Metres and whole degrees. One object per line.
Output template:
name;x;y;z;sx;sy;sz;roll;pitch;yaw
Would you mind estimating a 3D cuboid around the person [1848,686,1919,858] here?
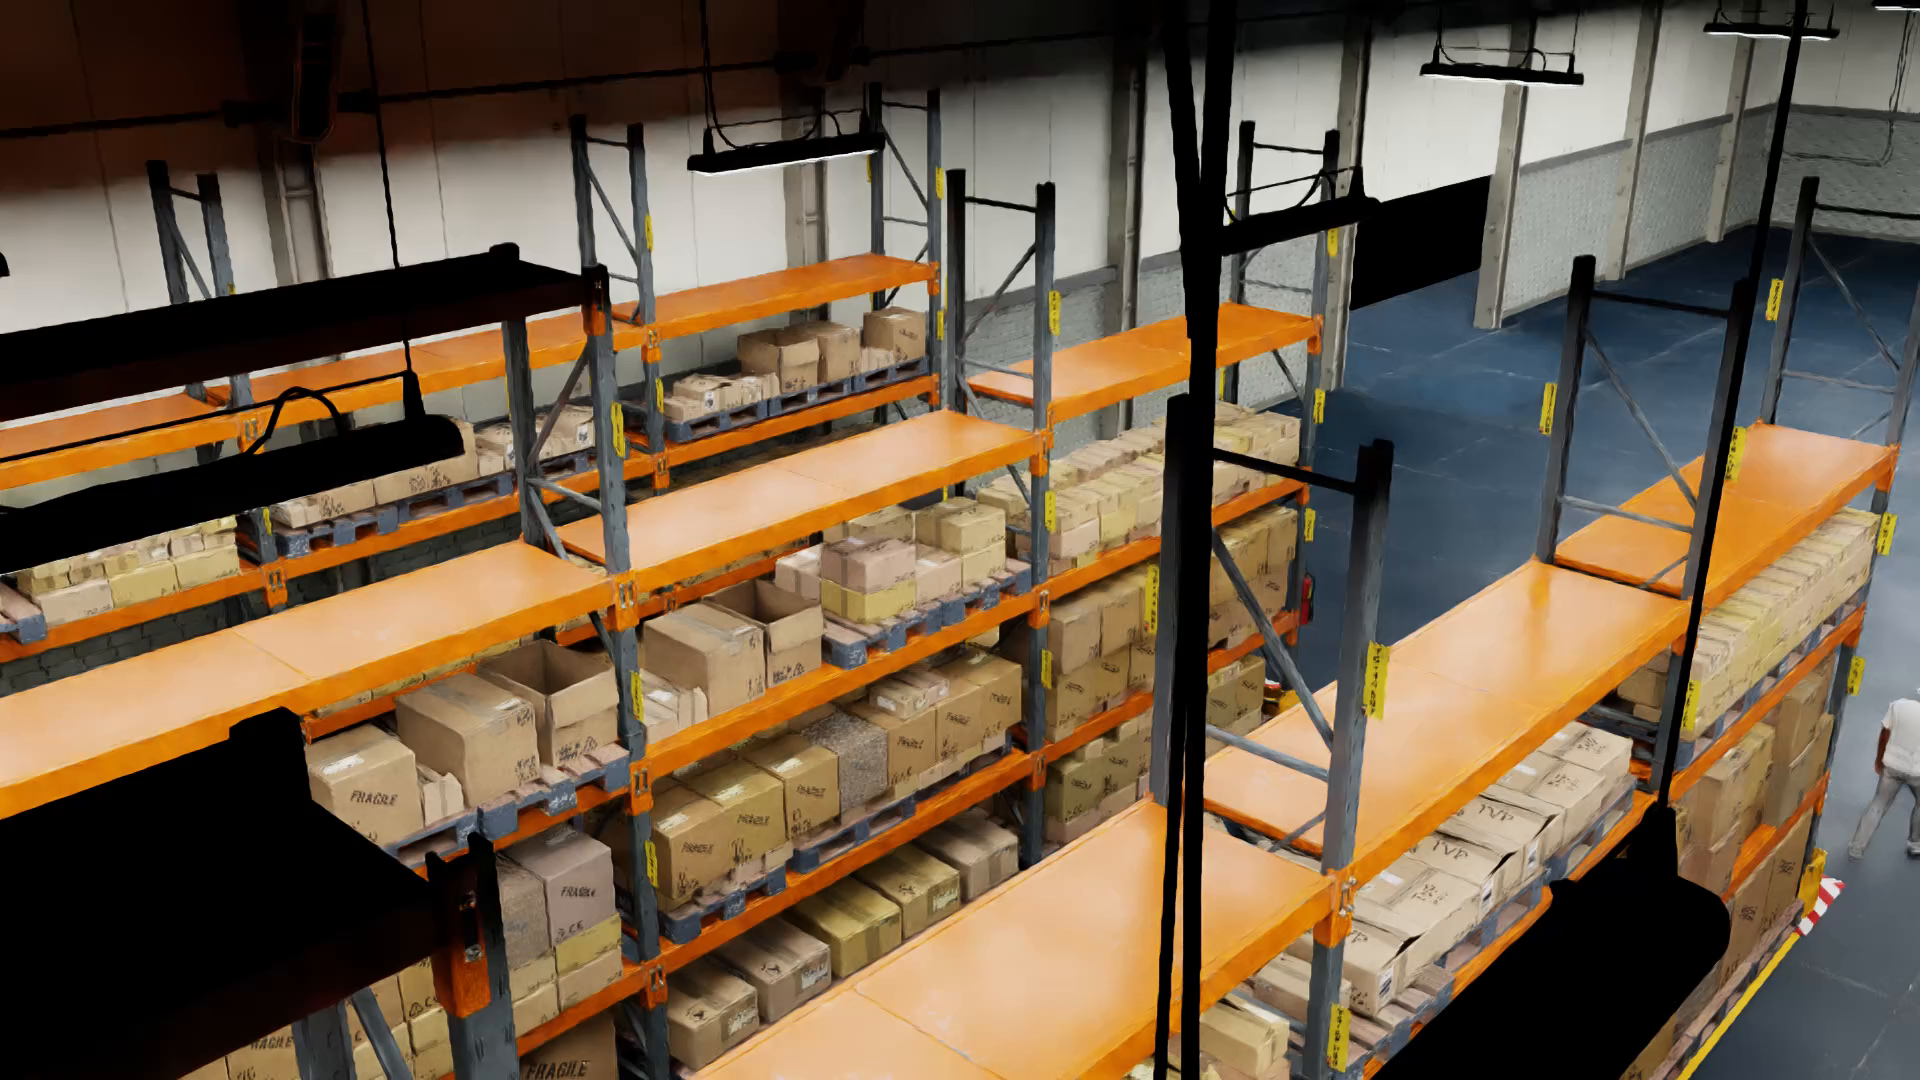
person;8.270;1.983;14.537;0.940;1.728;0.599;-13;24;-29
